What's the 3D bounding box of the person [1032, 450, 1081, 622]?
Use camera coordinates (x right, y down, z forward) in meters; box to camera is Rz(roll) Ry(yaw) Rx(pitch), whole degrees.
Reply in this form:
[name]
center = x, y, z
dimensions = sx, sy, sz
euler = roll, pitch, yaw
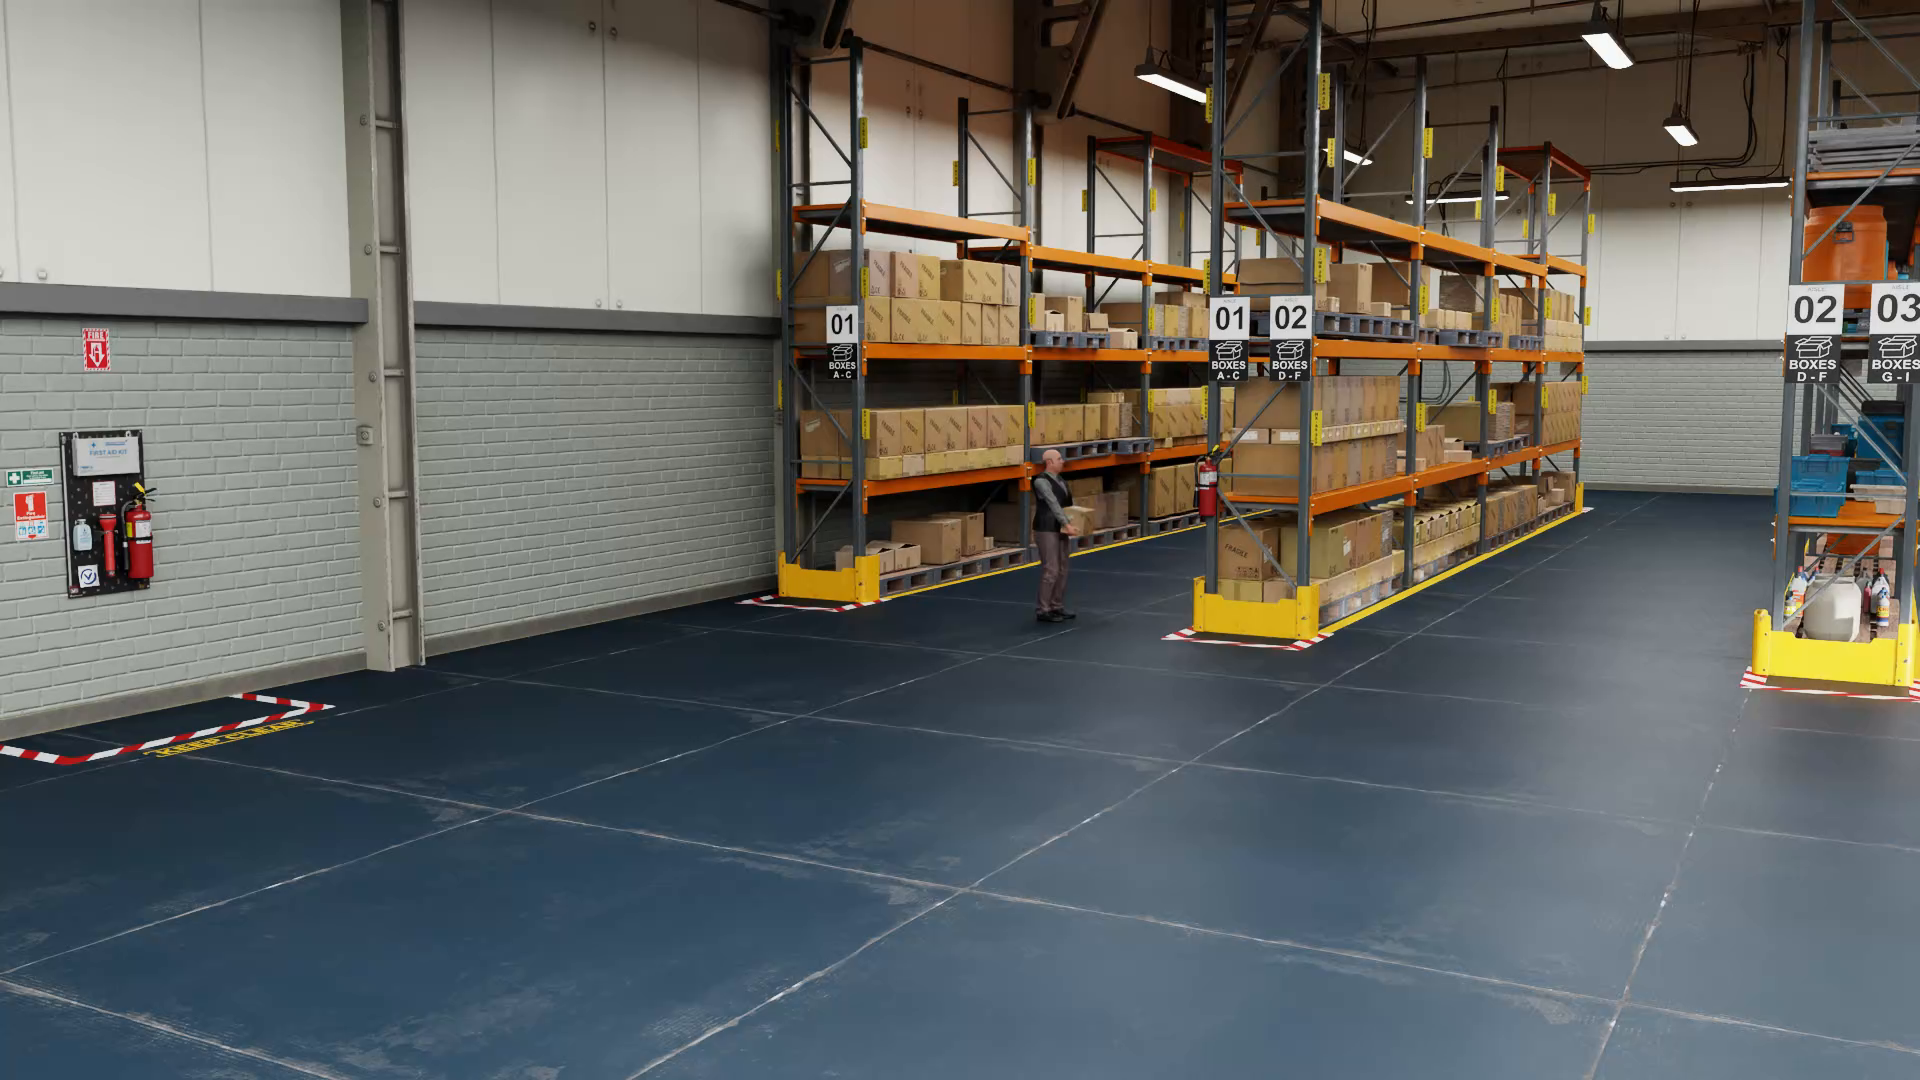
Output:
[person]
center = 1.030, -0.049, 16.754
dimensions = 0.555, 1.718, 0.495
euler = 3, 7, 29
